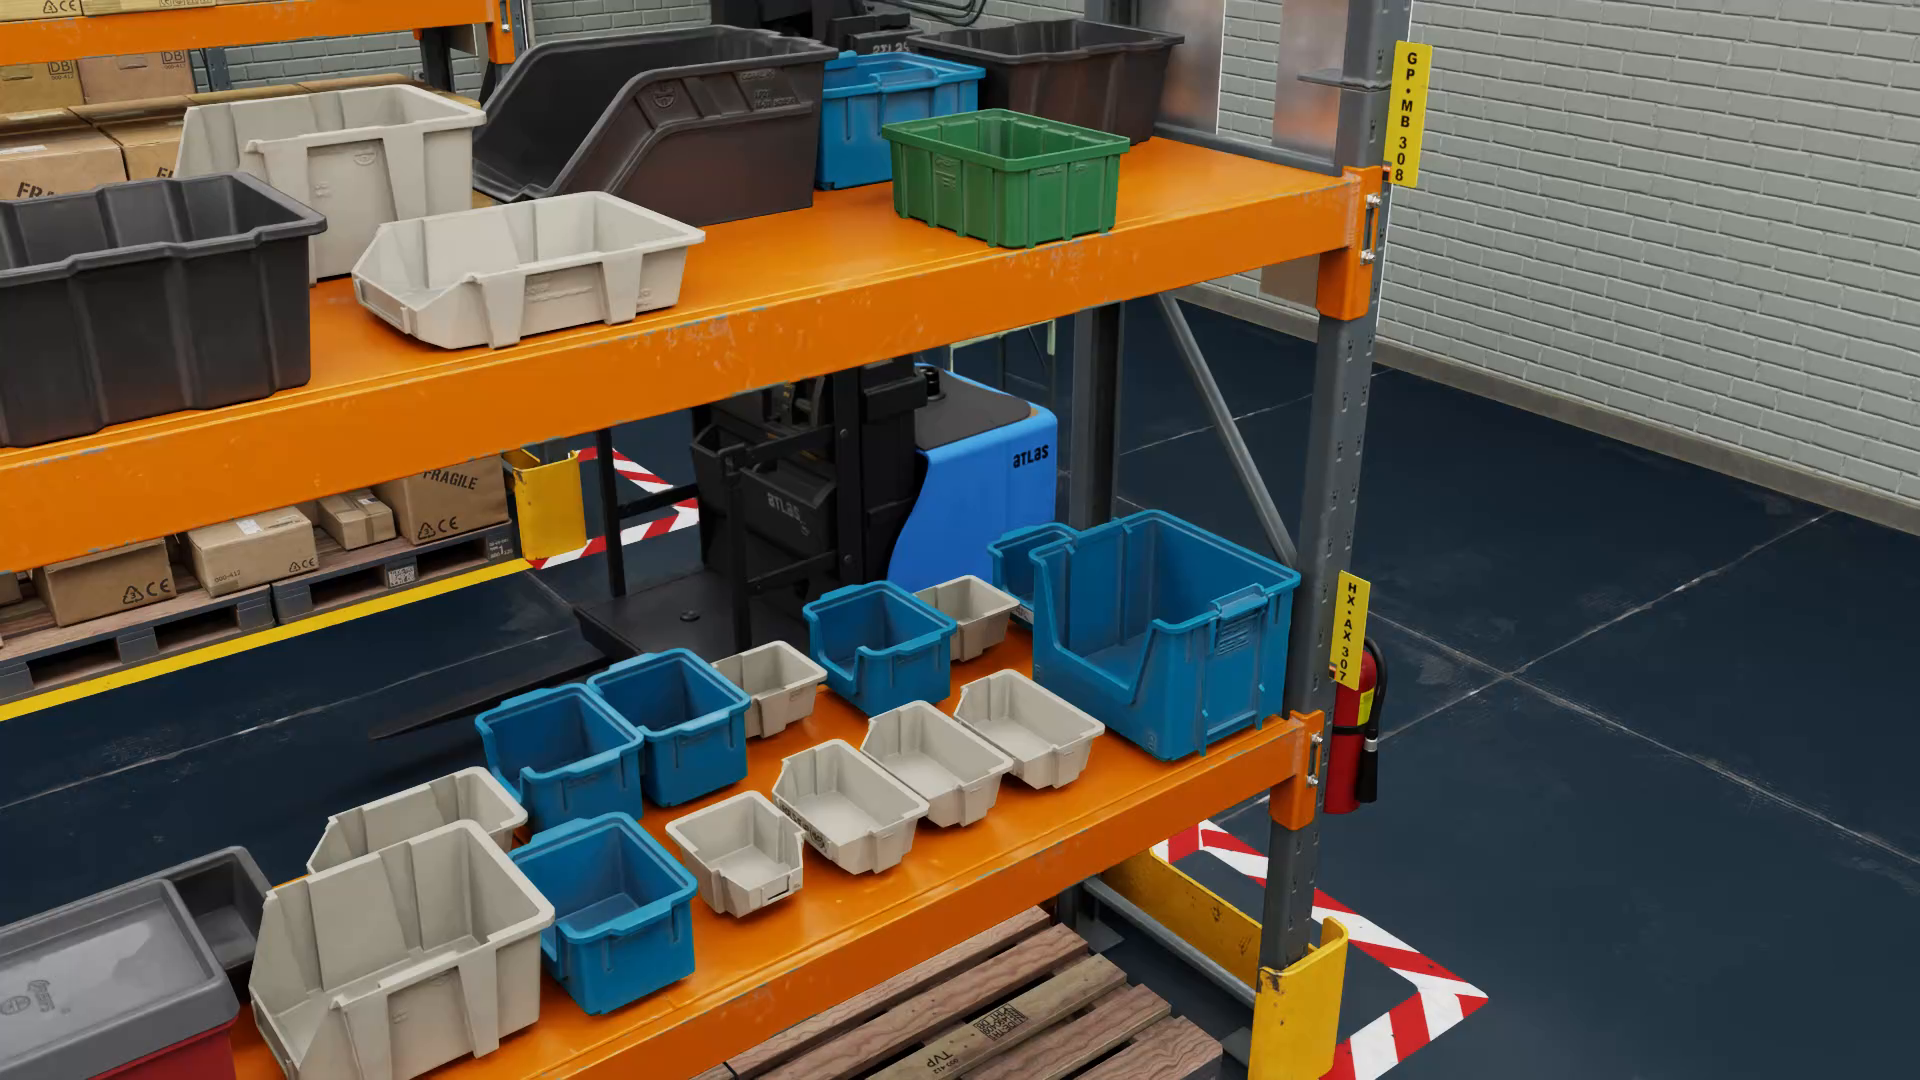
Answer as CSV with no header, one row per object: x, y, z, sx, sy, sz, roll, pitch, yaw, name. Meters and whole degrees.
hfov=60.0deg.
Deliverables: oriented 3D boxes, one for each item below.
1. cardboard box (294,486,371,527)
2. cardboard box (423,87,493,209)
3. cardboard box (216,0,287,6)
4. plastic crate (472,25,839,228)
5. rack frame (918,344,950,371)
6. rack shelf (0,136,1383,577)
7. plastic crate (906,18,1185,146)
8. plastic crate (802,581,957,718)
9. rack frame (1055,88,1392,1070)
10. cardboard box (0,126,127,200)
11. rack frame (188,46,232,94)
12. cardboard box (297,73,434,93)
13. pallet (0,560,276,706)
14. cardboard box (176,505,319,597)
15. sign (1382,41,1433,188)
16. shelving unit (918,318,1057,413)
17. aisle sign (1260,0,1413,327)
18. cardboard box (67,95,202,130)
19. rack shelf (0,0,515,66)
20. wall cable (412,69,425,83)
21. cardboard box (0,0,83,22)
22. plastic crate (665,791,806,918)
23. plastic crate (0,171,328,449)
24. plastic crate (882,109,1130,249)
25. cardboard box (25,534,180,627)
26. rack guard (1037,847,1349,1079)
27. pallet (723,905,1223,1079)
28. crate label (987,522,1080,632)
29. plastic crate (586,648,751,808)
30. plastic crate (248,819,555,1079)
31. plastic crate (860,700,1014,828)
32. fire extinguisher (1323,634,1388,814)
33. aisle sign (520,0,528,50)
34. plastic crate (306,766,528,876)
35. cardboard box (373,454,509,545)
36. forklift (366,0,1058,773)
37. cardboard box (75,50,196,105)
-3.358,-0.277,8.527,0.500,0.250,0.500,-18,31,-34,cardboard box
-2.542,-1.794,7.745,0.500,0.500,0.500,-19,31,-34,cardboard box
-3.003,-2.447,7.075,0.500,0.250,0.500,-18,31,-34,cardboard box
-0.680,-0.886,3.607,0.767,0.338,0.504,-18,31,-34,plastic crate
-0.188,-0.620,8.305,0.023,1.500,0.400,-21,32,-38,rack frame
-0.882,-0.374,3.285,4.000,0.370,1.077,-18,31,-34,rack shelf
0.217,-1.153,4.264,0.590,0.269,0.497,-18,31,-34,plastic crate
-0.223,0.315,4.636,0.300,0.233,0.416,-18,31,-34,plastic crate
0.692,0.140,4.885,0.127,3.000,1.000,-18,31,-34,rack frame
-3.748,-1.393,6.881,0.500,0.500,0.500,-17,30,-32,cardboard box
-5.421,-3.142,11.956,0.127,3.000,1.000,-18,31,-34,rack frame
-2.873,-1.973,8.131,0.500,0.500,0.500,-17,30,-33,cardboard box
-4.007,0.306,7.841,1.213,0.211,1.003,-18,31,-34,pallet
-3.403,0.006,7.918,0.500,0.250,0.500,-18,31,-34,cardboard box
1.045,-0.995,3.892,0.005,0.325,0.100,-18,31,-34,sign
0.081,-0.725,8.531,0.755,1.500,0.431,-21,32,-38,shelving unit
0.930,-0.961,4.169,0.004,0.787,0.394,-18,31,-34,aisle sign
-3.677,-1.706,7.556,0.500,0.500,0.500,-18,30,-33,cardboard box
-3.935,-2.016,6.823,4.000,0.370,1.077,-18,31,-34,rack shelf
-4.997,-4.248,13.134,1.851,1.984,0.084,-18,31,-34,wall cable
-3.792,-2.188,6.517,0.500,0.250,0.500,-18,31,-34,cardboard box
-0.500,0.738,3.838,0.250,0.136,0.298,-18,31,-34,plastic crate
-1.309,-0.354,2.541,0.590,0.269,0.497,-18,31,-34,plastic crate
0.092,-0.773,3.542,0.336,0.188,0.450,-18,31,-34,plastic crate
-4.034,-0.019,7.672,0.637,0.503,0.797,-18,31,-34,cardboard box
0.703,1.264,5.434,0.348,0.500,1.175,-18,31,-34,rack guard
0.019,1.606,5.038,1.213,0.211,1.003,-18,31,-34,pallet
0.295,0.144,5.004,0.303,0.233,0.416,-18,31,-34,crate label
-0.741,0.486,4.267,0.300,0.233,0.416,-18,31,-34,plastic crate
-1.140,0.870,3.381,0.530,0.282,0.437,-18,31,-34,plastic crate
-0.075,0.575,4.190,0.243,0.136,0.396,-18,31,-34,plastic crate
1.091,0.456,4.739,0.183,0.674,0.296,-18,31,-34,fire extinguisher
-2.119,-2.597,7.695,0.004,0.787,0.394,-18,31,-34,aisle sign
-1.271,0.720,3.878,0.466,0.136,0.293,-18,31,-34,plastic crate
-2.637,-0.344,8.376,0.500,0.500,0.500,-18,31,-34,cardboard box
-0.989,-0.674,6.721,3.031,2.935,1.130,-20,32,-37,forklift
-5.816,-3.142,11.600,0.700,0.700,0.980,-17,30,-32,cardboard box
